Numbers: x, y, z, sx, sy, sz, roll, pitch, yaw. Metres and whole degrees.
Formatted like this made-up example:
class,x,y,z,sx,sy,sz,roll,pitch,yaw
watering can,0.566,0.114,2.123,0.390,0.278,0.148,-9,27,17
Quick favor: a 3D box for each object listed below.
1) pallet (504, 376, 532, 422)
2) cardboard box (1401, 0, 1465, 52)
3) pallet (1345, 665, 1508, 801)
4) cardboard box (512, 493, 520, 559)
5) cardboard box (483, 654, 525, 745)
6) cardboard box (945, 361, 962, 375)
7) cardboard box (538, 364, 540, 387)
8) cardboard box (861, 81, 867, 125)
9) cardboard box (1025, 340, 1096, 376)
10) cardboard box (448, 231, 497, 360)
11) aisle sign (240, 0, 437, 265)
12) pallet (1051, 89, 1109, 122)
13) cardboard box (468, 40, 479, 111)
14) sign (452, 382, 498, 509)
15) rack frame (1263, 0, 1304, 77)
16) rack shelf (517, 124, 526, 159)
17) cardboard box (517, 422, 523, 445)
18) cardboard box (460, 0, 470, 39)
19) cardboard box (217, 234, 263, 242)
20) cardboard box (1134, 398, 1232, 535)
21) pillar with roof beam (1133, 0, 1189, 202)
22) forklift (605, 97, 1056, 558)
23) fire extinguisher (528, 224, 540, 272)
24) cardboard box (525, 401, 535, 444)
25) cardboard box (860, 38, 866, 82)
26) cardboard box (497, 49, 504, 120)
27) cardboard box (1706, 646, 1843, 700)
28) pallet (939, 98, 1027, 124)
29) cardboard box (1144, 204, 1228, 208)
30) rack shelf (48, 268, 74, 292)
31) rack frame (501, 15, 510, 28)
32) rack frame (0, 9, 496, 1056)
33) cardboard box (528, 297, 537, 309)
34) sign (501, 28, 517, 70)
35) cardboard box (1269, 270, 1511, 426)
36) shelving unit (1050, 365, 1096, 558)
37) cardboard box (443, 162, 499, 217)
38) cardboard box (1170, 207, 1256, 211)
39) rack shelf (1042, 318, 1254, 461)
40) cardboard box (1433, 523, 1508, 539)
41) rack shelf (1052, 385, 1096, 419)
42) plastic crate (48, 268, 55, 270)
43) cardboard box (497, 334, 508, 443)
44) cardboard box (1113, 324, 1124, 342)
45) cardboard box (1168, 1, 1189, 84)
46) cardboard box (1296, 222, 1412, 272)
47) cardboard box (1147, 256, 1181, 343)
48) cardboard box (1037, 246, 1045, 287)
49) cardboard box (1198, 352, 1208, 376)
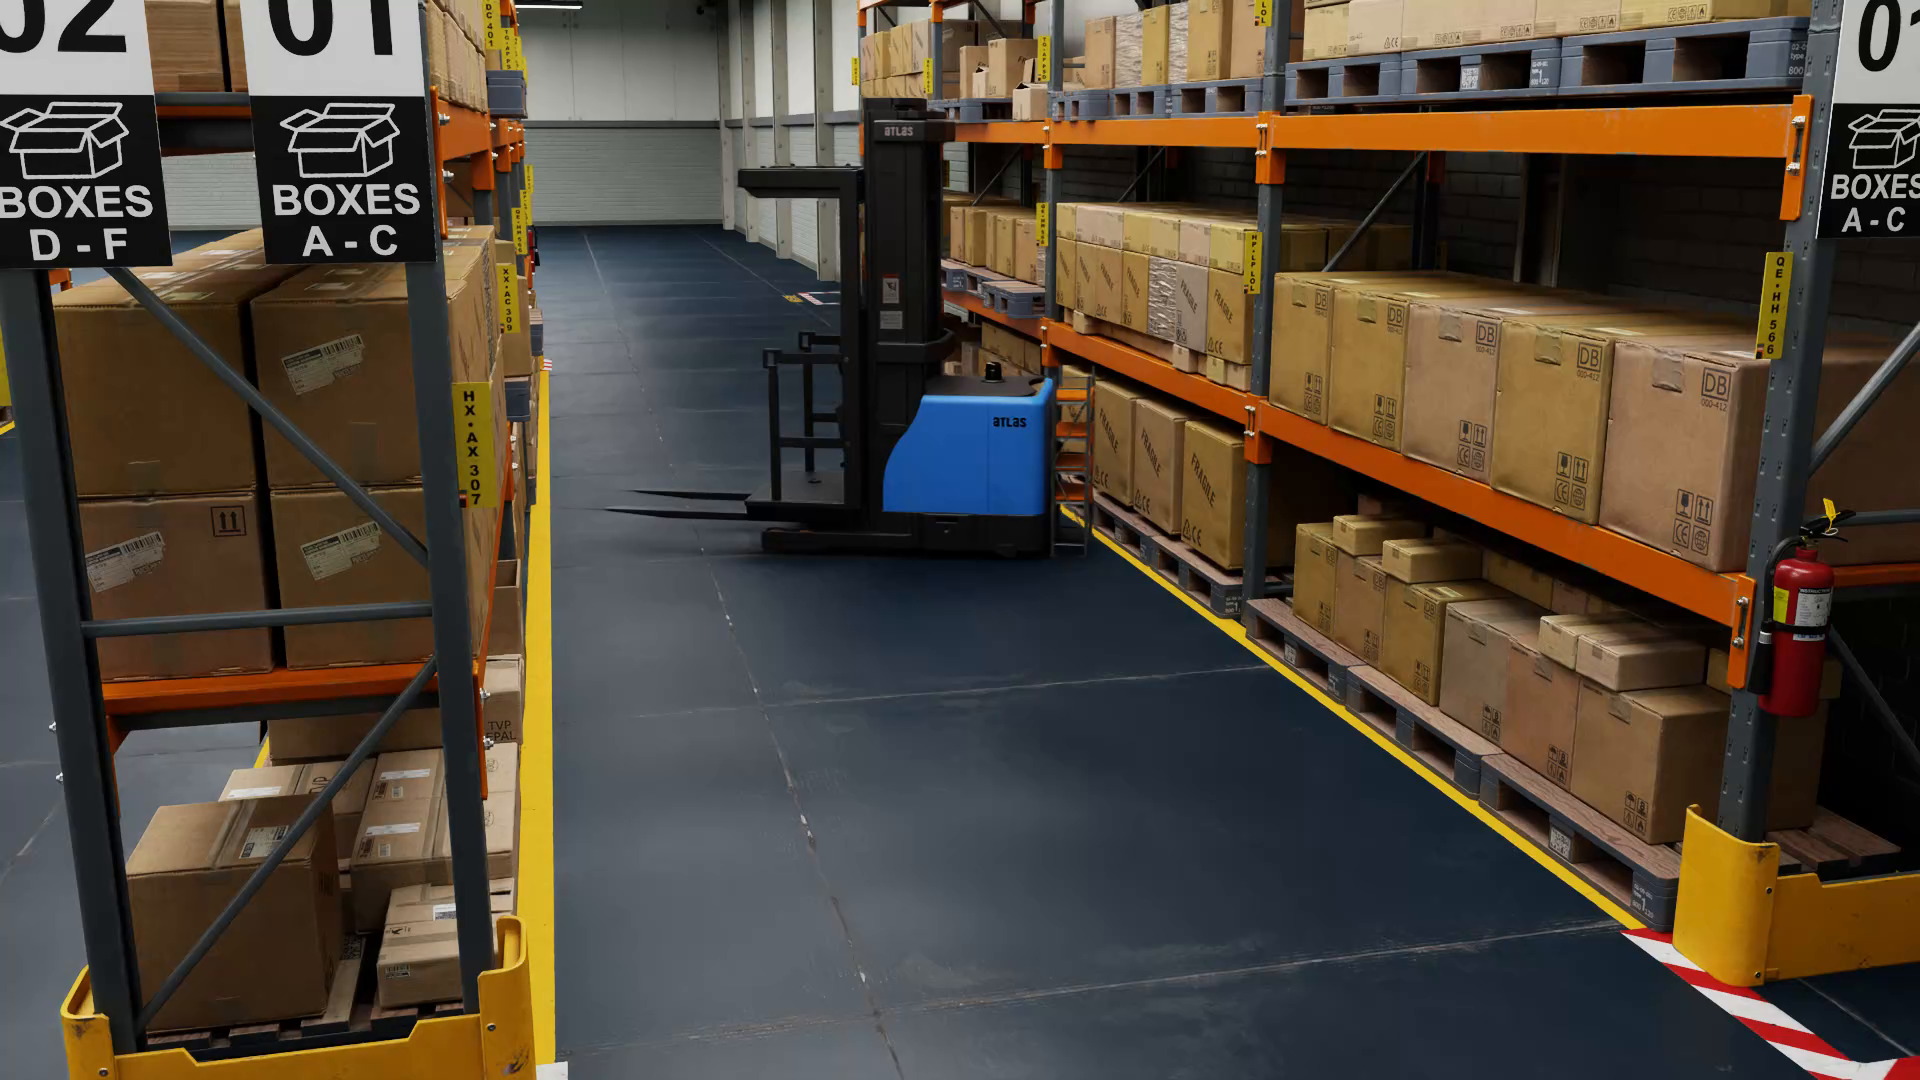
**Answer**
class,x,y,z,sx,sy,sz,roll,pitch,yaw
pallet,-2.799,-0.811,8.833,1.003,0.211,1.213,-3,14,-13
cardboard box,2.236,-2.218,7.084,0.500,0.250,0.500,-4,14,-15
pallet,2.489,0.825,7.605,1.003,0.211,1.213,-3,14,-13
cardboard box,-2.731,0.039,9.288,0.500,0.500,0.500,-3,14,-12
cardboard box,-2.132,0.667,7.116,0.500,0.311,0.500,-3,14,-13
cardboard box,0.063,-1.796,17.501,0.380,0.166,0.250,-5,15,-21
cardboard box,-4.523,-1.668,16.841,0.500,0.250,0.500,-3,14,-13
cardboard box,-0.886,-5.184,19.752,0.500,0.500,0.500,-3,14,-12
cardboard box,0.864,-1.576,14.317,0.500,0.250,0.500,-3,14,-12
cardboard box,-2.224,-1.028,6.998,0.500,0.500,0.500,-4,14,-14
aisle sign,-1.477,-1.055,3.947,0.394,0.787,0.004,-3,14,-13
pallet,1.360,-3.134,12.012,1.213,0.211,1.003,-3,14,-11
cardboard box,-2.112,-1.770,6.349,0.500,0.250,0.500,-3,14,-13
sign,-1.251,-0.242,4.275,0.100,0.325,0.005,-3,14,-13
rack frame,2.096,-3.906,8.452,1.000,3.000,0.127,-3,14,-13
rack shelf,-5.066,-4.129,17.202,1.077,0.370,4.000,-3,14,-13
cardboard box,-3.192,-0.785,11.081,0.500,0.250,0.500,-3,14,-11
cardboard box,-1.994,-1.898,5.818,0.500,0.250,0.500,-3,14,-13
cardboard box,-2.759,-1.005,6.904,0.500,0.500,0.500,-4,14,-15
cardboard box,1.606,-0.499,10.792,0.750,0.750,0.750,-3,14,-11
pillar with roof beam,-2.492,-4.936,12.672,9.100,9.000,0.400,-3,14,-13
forklift,-0.882,-1.446,11.170,3.031,2.935,1.130,2,14,8
fire extinguisher,-5.112,-3.498,19.588,0.296,0.674,0.183,-3,14,-13
cardboard box,-3.495,-0.915,12.579,0.500,0.311,0.500,-3,14,-11
cardboard box,-0.867,-5.658,19.587,0.500,0.500,0.500,-4,14,-17
cardboard box,-3.522,-3.044,11.035,0.910,0.500,0.500,-3,14,-13
cardboard box,2.998,0.488,6.123,0.380,0.149,0.250,-3,14,-13
pallet,0.506,-3.815,14.799,1.213,0.211,1.003,-3,14,-13
cardboard box,1.634,-2.271,11.944,0.500,0.250,0.500,-4,14,-15
rack shelf,-9.882,-2.397,16.432,1.077,0.370,4.000,-3,14,-13
rack frame,-4.597,-5.474,14.873,1.000,3.000,0.127,-3,14,-13
rack frame,-1.778,0.208,4.253,1.000,3.000,0.127,-3,14,-13
cardboard box,-4.872,-2.378,18.170,0.500,0.500,0.500,-3,14,-13
sign,-3.129,-3.375,11.512,0.100,0.325,0.005,-3,14,-13
cardboard box,2.208,-1.011,8.613,0.980,0.700,0.700,-3,14,-12
shelving unit,0.753,-0.529,11.065,0.258,1.200,0.503,2,14,8
cardboard box,-4.707,-3.341,15.836,0.700,0.500,0.500,-3,14,-13
cardboard box,1.751,-2.153,11.459,0.500,0.250,0.500,-4,14,-15
rack shelf,1.627,-1.103,11.138,1.077,0.370,4.000,-3,14,-13
cardboard box,2.520,0.020,8.041,0.380,0.149,0.250,-4,14,-15
rack shelf,0.753,-0.911,10.971,0.258,0.148,0.480,2,14,8
plastic crate,-9.943,-3.036,17.848,0.499,0.251,0.616,-3,14,-13
cardboard box,-2.351,-0.662,7.605,0.500,0.500,0.500,-3,14,-12
cardboard box,1.288,-1.478,11.642,0.380,0.149,0.250,-3,14,-12
cardboard box,1.748,-3.164,10.599,0.700,0.500,0.500,-3,14,-13
cardboard box,2.242,-1.679,9.519,0.500,0.250,0.500,-3,14,-11
cardboard box,1.504,-1.520,10.449,0.500,0.500,0.500,-3,14,-13
cardboard box,1.037,-2.284,13.319,0.700,0.500,0.500,-5,15,-20
cardboard box,1.643,-1.060,9.934,0.380,0.149,0.250,-3,14,-11
